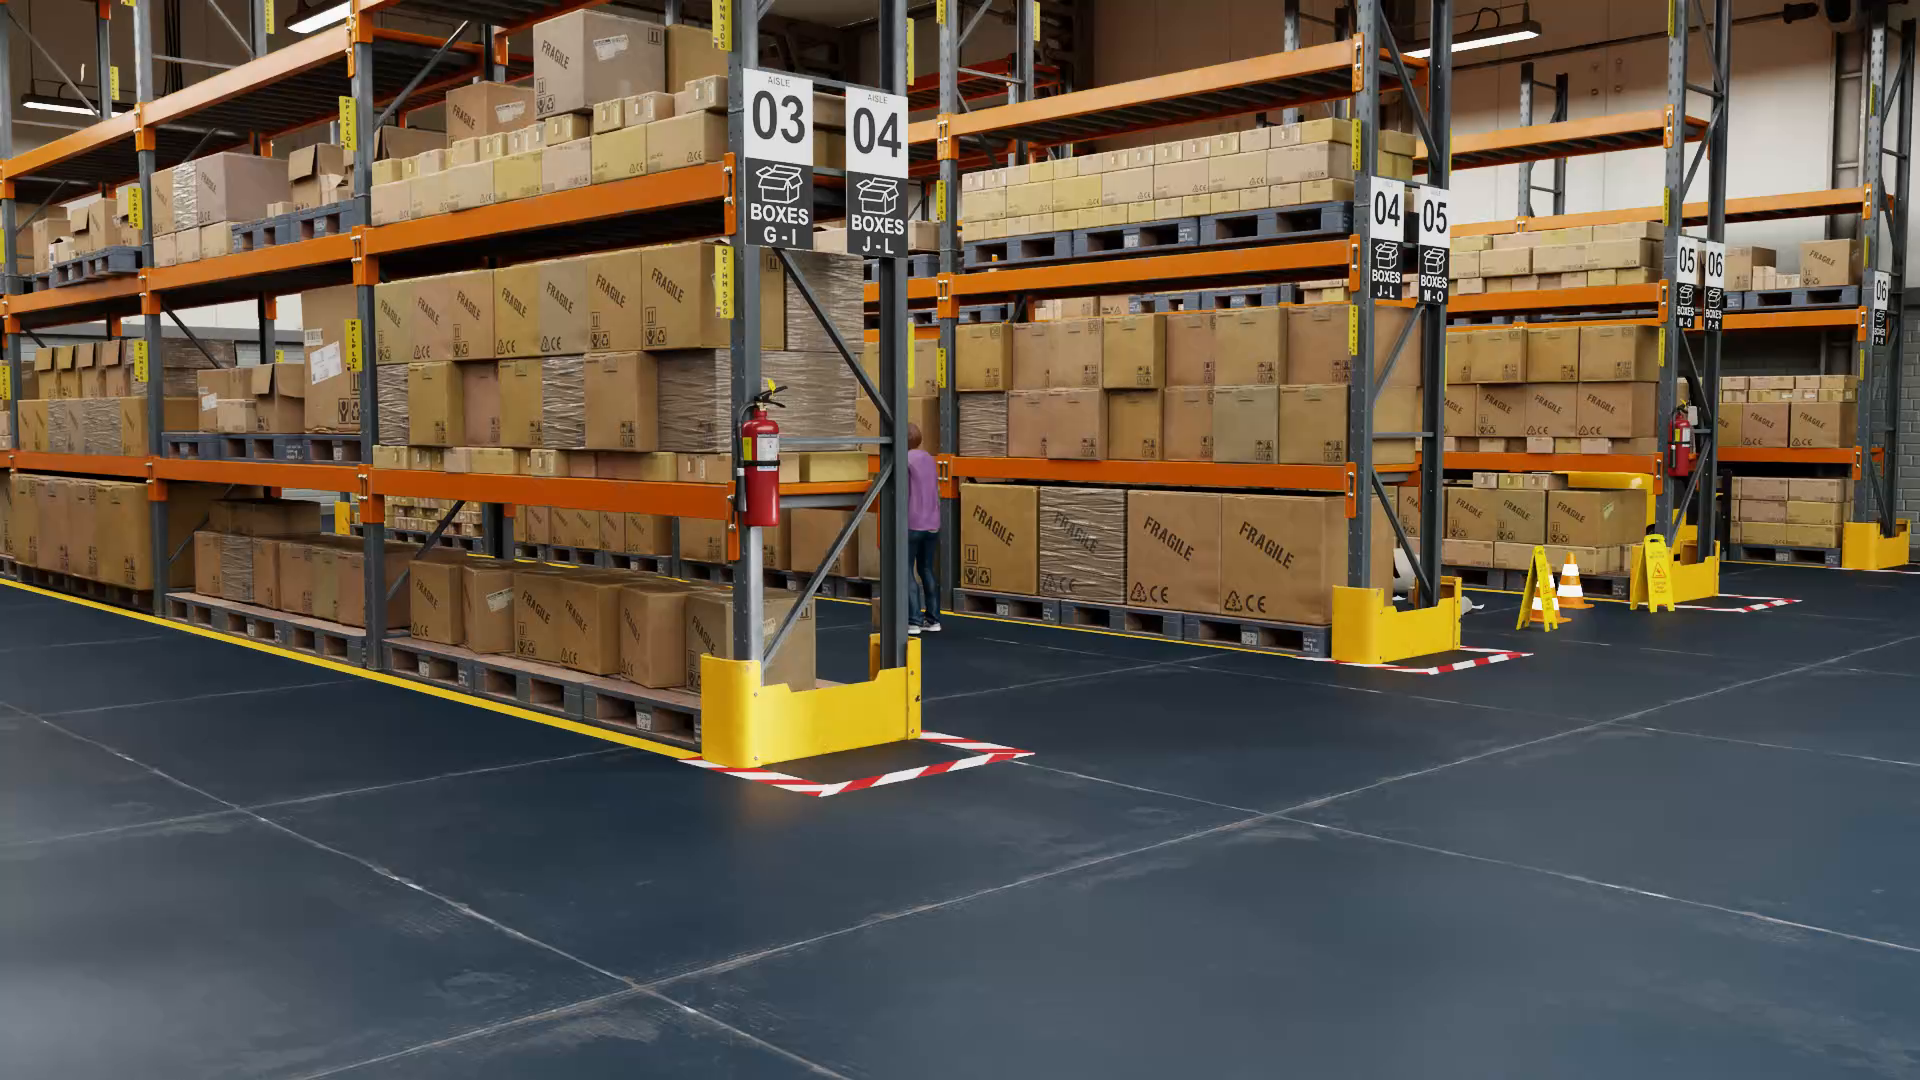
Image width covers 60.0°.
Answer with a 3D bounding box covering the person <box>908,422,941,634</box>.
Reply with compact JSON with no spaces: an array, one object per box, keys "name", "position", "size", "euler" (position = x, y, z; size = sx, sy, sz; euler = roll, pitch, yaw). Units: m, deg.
[{"name":"person","position":[-0.330,-0.088,12.515],"size":[0.346,1.591,0.479],"euler":[4,6,43]}]
